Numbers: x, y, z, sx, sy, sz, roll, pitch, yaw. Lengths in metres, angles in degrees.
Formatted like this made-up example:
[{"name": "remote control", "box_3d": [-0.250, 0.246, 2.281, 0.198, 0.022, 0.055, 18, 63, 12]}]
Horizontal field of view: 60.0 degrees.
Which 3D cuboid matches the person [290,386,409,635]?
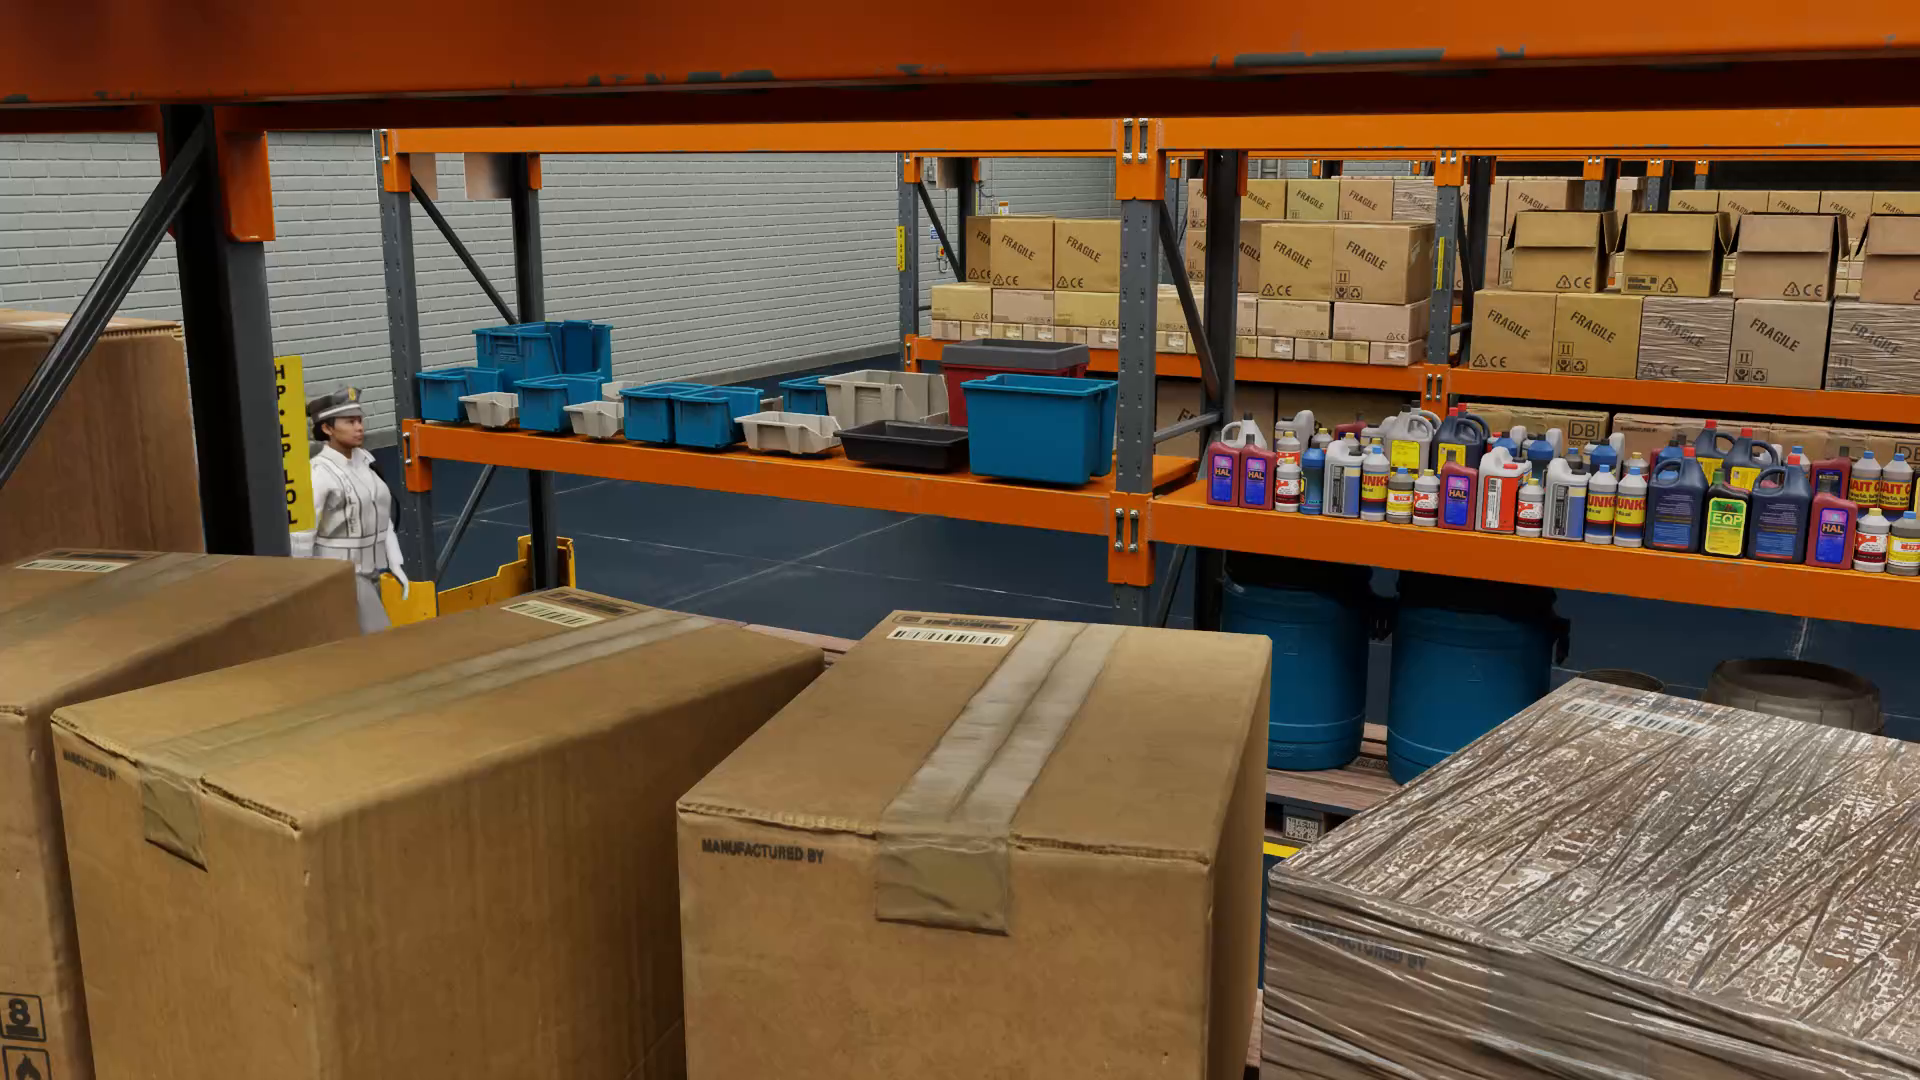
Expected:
[{"name": "person", "box_3d": [-2.694, 0.137, 7.298, 0.995, 1.635, 0.463, 2, 13, 9]}]
